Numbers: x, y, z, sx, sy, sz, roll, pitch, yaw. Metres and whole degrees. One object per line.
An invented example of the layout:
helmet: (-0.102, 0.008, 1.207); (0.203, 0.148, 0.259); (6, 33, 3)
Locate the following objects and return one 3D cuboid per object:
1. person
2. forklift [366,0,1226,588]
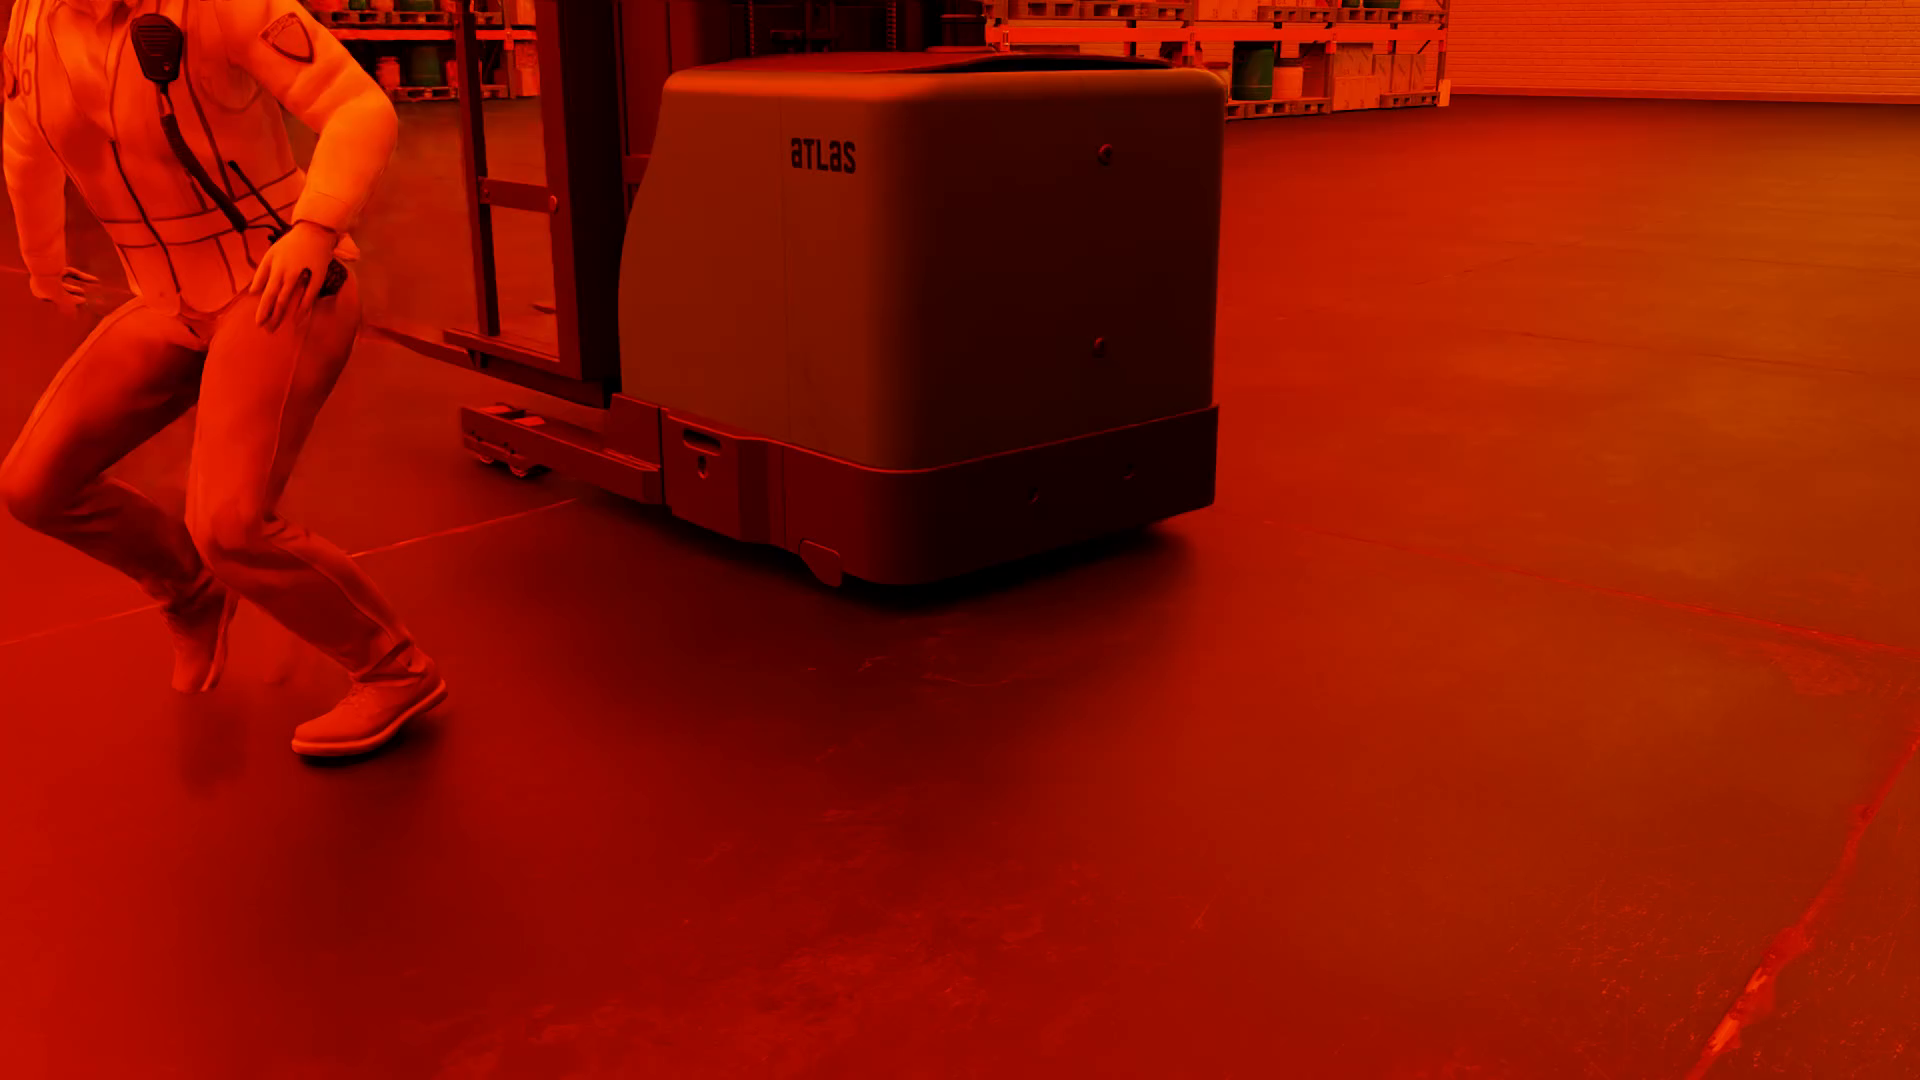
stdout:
person: (-1.271, -0.367, 2.683); (0.921, 1.543, 0.495); (7, 18, 22)
forklift: (-0.740, -1.657, 4.356); (1.130, 2.935, 3.031); (-14, 22, -40)
